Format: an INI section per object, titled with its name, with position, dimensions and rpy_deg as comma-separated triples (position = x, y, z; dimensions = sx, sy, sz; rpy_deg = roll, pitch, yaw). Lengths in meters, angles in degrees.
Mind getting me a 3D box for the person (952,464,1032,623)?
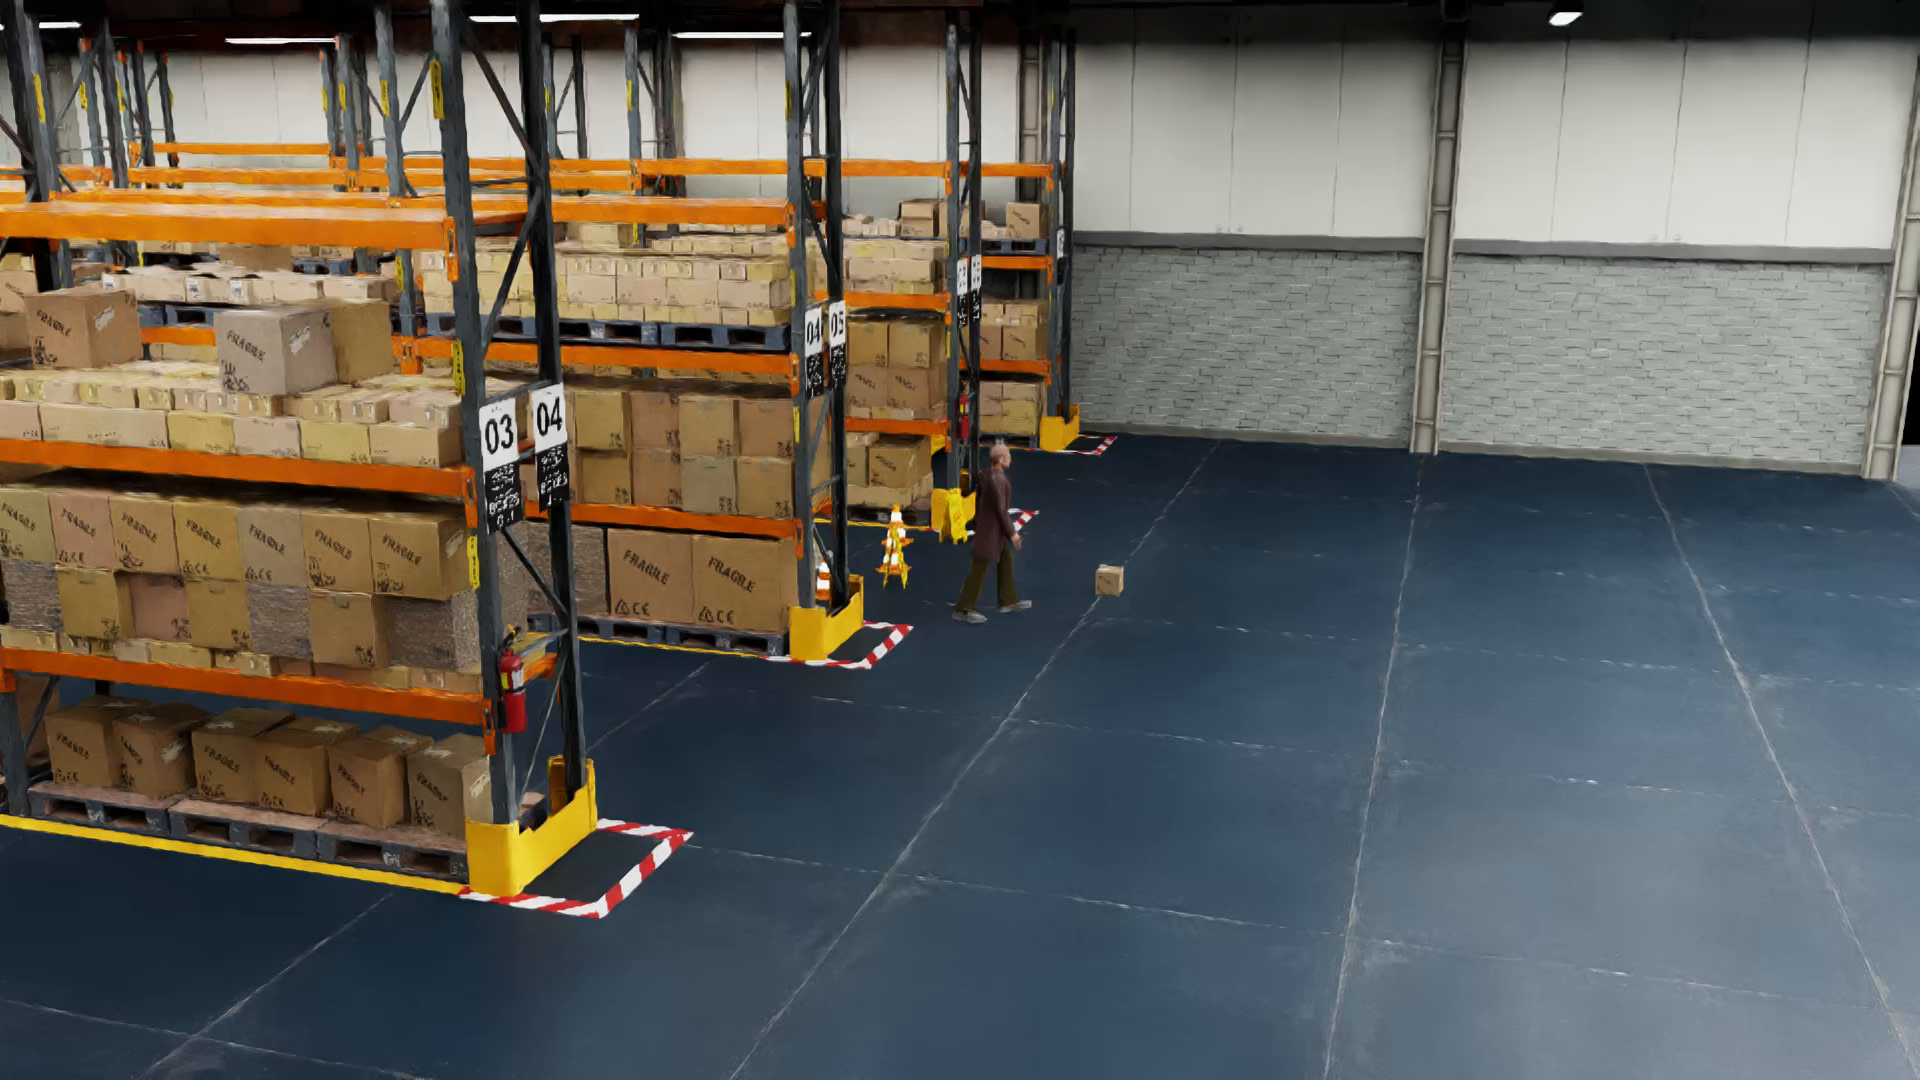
[person]
position = 0.333, 0.012, 16.411
dimensions = 0.854, 1.544, 0.675
rpy_deg = -2, 15, -6
